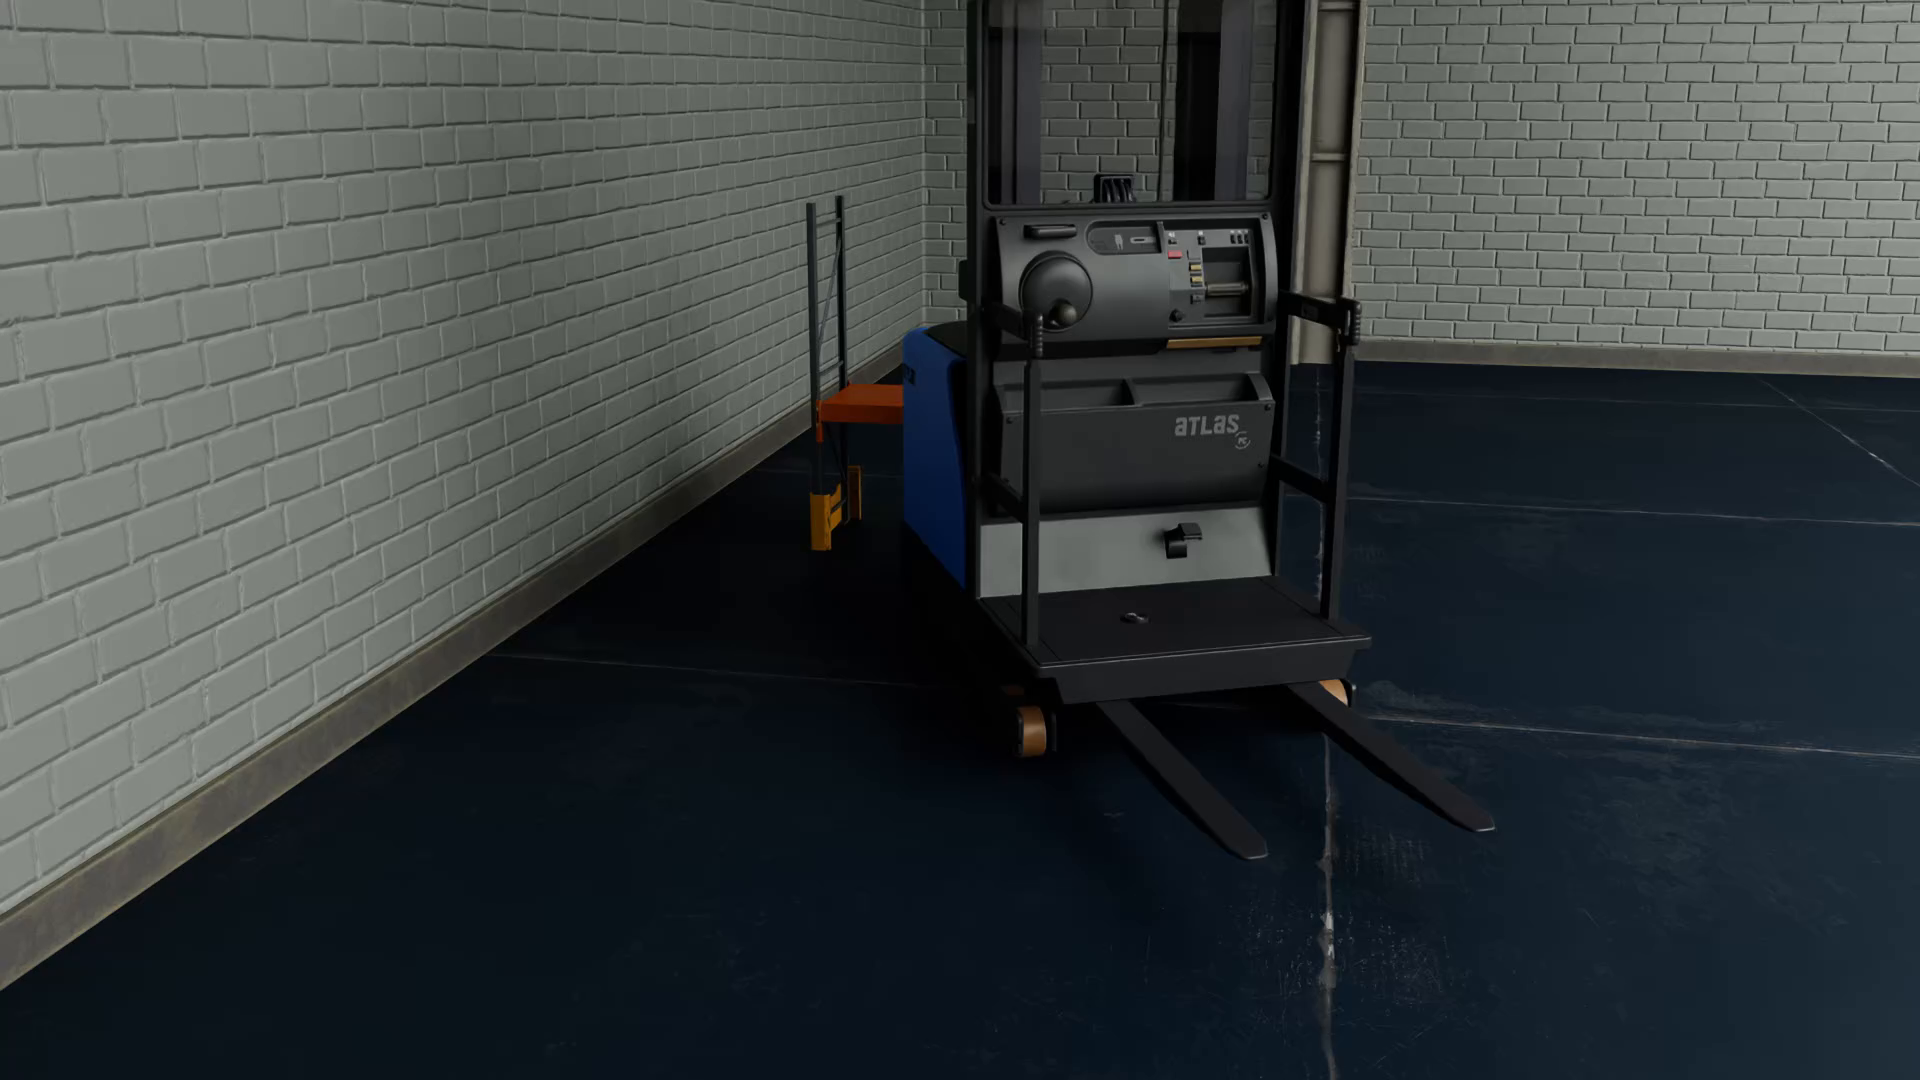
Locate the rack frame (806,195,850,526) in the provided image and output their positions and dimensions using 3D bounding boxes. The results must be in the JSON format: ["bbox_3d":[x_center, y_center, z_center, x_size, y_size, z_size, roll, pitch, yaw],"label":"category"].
[{"bbox_3d":[-0.582,-0.754,7.406,0.032,1.500,0.500,3,16,11],"label":"rack frame"}]

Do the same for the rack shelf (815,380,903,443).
[{"bbox_3d":[-0.084,-0.554,7.356,1.000,0.185,0.538,3,16,11],"label":"rack shelf"}]

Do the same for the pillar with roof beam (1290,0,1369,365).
[{"bbox_3d":[1.768,-4.519,6.949,0.400,9.000,9.100,3,16,11],"label":"pillar with roof beam"}]

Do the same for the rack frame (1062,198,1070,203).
[{"bbox_3d":[0.415,-0.700,7.211,0.032,1.500,0.500,3,16,11],"label":"rack frame"}]

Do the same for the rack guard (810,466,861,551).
[{"bbox_3d":[-0.563,-0.151,7.569,0.087,0.250,0.587,3,16,11],"label":"rack guard"}]

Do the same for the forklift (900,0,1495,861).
[{"bbox_3d":[0.622,-0.857,5.095,1.130,2.935,3.031,-4,16,-14],"label":"forklift"}]

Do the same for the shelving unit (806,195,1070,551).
[{"bbox_3d":[-0.075,-0.727,7.306,1.083,1.500,0.587,3,16,11],"label":"shelving unit"}]
